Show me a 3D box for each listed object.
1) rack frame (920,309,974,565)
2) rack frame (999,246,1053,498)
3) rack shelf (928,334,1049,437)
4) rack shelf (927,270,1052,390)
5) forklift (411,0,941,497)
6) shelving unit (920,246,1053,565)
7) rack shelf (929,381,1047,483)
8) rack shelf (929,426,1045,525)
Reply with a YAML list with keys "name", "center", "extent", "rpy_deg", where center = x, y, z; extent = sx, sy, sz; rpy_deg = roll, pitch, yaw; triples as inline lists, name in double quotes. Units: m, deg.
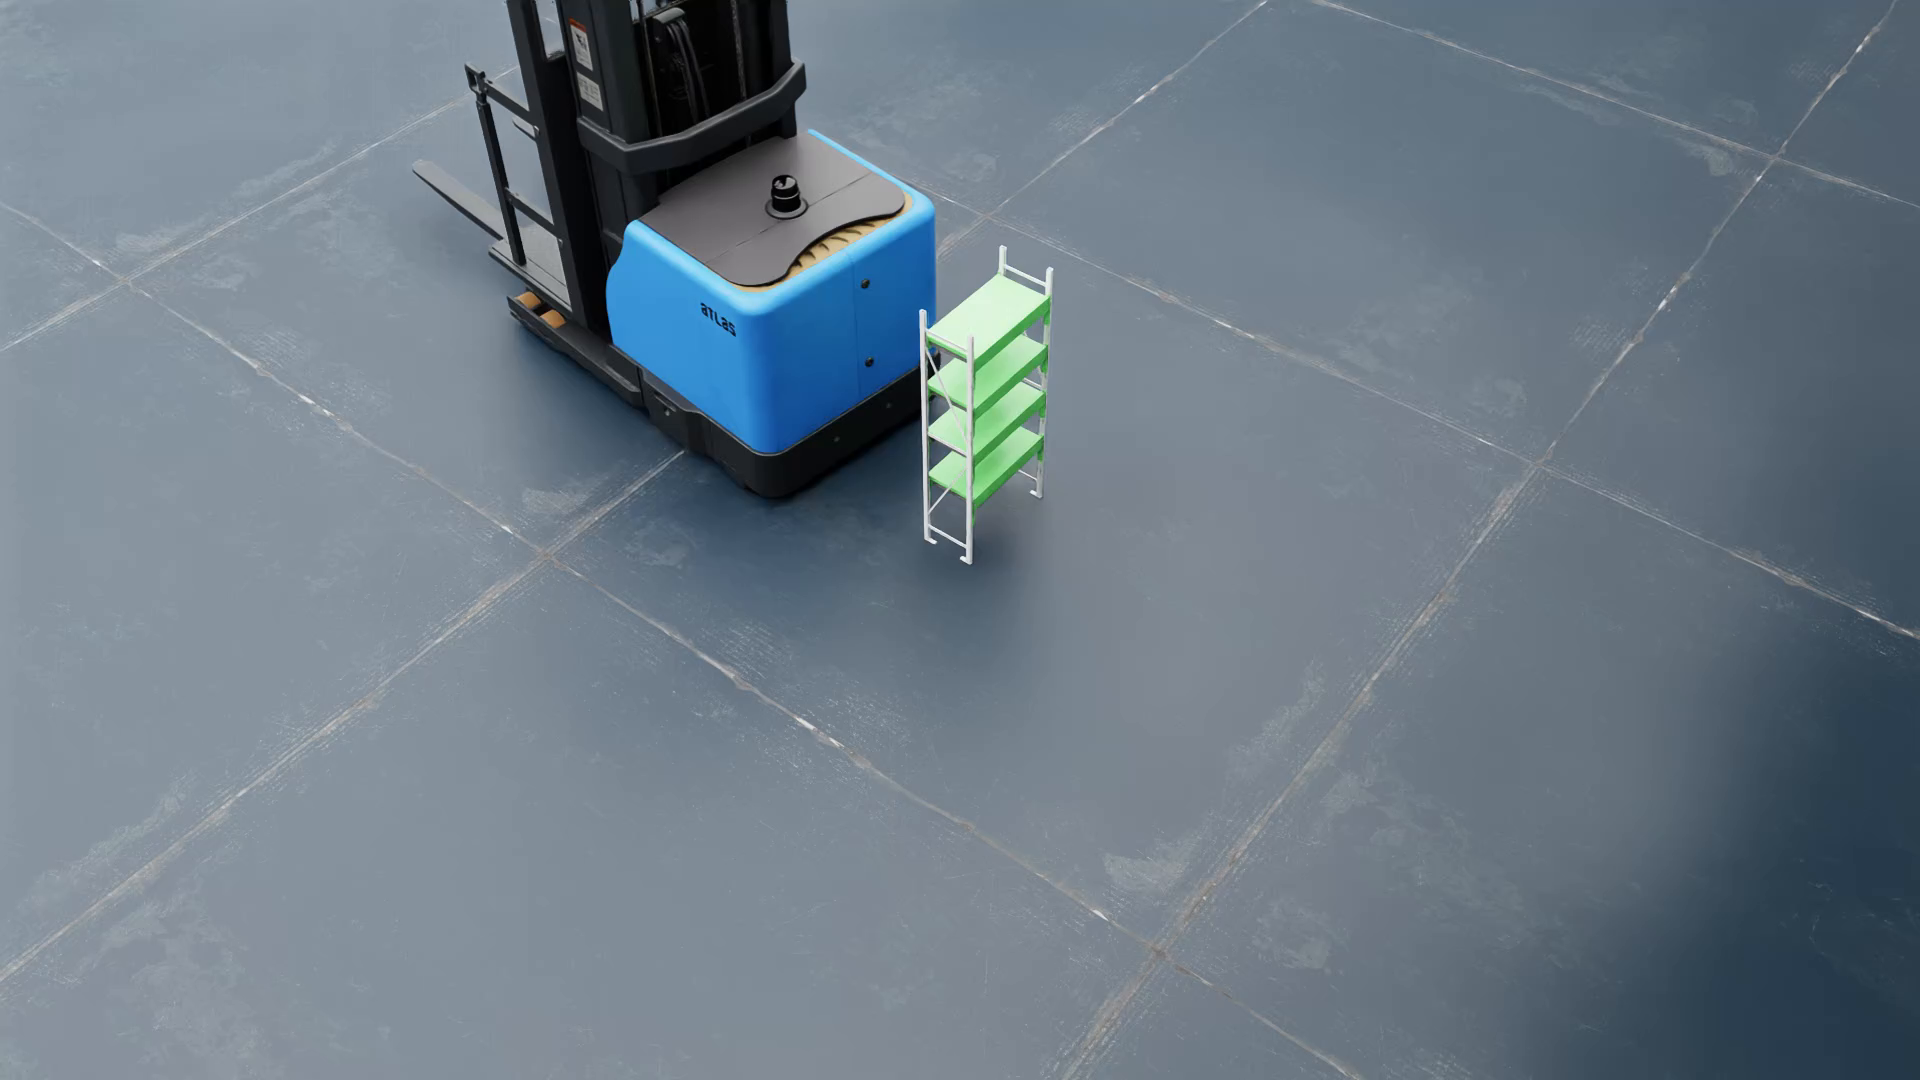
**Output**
- name: "rack frame"
  center: [-0.048, -0.370, 6.438]
  extent: [0.240, 1.200, 0.015]
  rpy_deg: [29, 53, 25]
- name: "rack frame"
  center: [0.250, -0.649, 6.705]
  extent: [0.240, 1.200, 0.015]
  rpy_deg: [29, 53, 25]
- name: "rack shelf"
  center: [0.101, -0.631, 6.444]
  extent: [0.258, 0.148, 0.480]
  rpy_deg: [29, 53, 25]
- name: "rack shelf"
  center: [0.101, -0.797, 6.270]
  extent: [0.258, 0.148, 0.480]
  rpy_deg: [29, 53, 25]
- name: "forklift"
  center: [-1.480, -2.154, 6.945]
  extent: [1.130, 2.935, 3.031]
  rpy_deg: [-36, 56, -29]
- name: "shelving unit"
  center: [0.101, -0.509, 6.571]
  extent: [0.258, 1.200, 0.503]
  rpy_deg: [29, 53, 25]
- name: "rack shelf"
  center: [0.101, -0.465, 6.618]
  extent: [0.258, 0.148, 0.480]
  rpy_deg: [29, 53, 25]
- name: "rack shelf"
  center: [0.101, -0.299, 6.791]
  extent: [0.258, 0.148, 0.480]
  rpy_deg: [29, 53, 25]
